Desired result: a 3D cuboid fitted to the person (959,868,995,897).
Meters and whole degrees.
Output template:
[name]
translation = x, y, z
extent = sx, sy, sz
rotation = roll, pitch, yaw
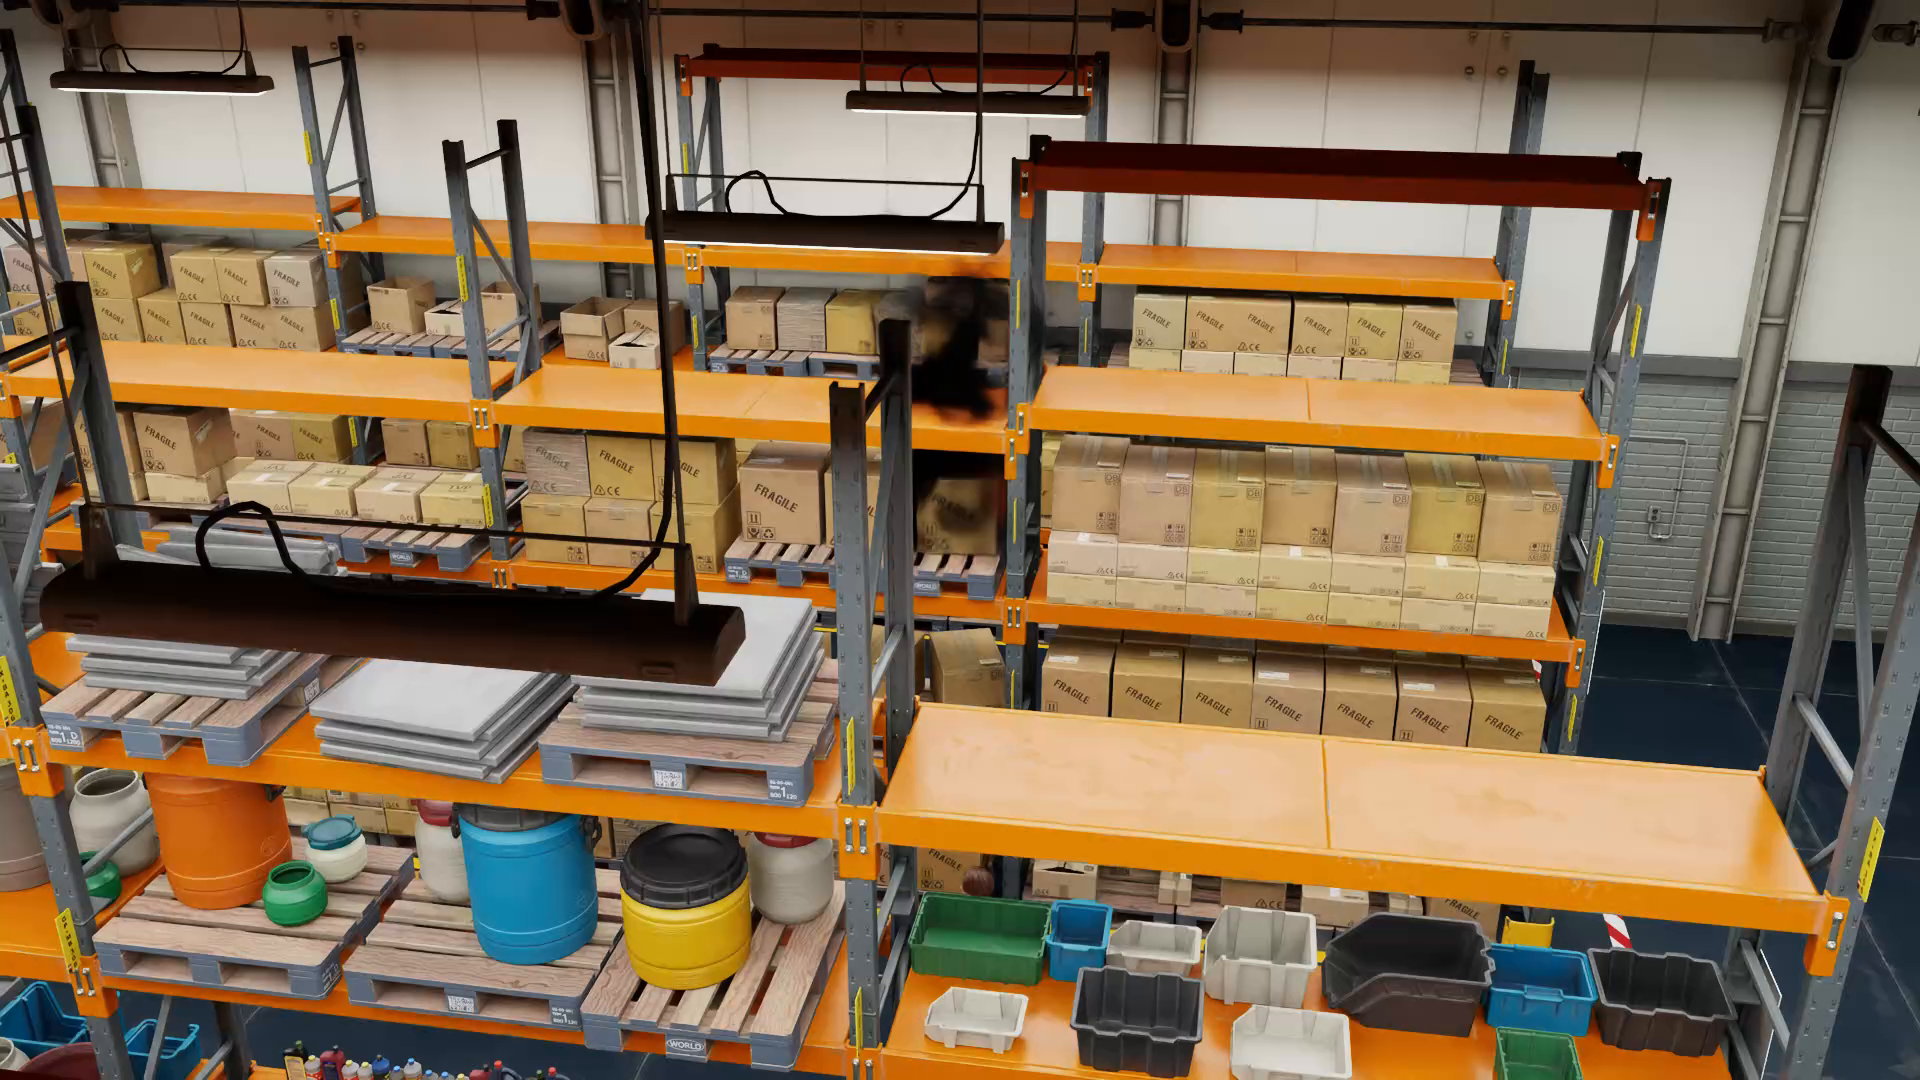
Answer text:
[person]
translation = 0.153, 2.944, 11.367
extent = 0.820, 1.626, 0.530
rotation = 0, 23, 0
